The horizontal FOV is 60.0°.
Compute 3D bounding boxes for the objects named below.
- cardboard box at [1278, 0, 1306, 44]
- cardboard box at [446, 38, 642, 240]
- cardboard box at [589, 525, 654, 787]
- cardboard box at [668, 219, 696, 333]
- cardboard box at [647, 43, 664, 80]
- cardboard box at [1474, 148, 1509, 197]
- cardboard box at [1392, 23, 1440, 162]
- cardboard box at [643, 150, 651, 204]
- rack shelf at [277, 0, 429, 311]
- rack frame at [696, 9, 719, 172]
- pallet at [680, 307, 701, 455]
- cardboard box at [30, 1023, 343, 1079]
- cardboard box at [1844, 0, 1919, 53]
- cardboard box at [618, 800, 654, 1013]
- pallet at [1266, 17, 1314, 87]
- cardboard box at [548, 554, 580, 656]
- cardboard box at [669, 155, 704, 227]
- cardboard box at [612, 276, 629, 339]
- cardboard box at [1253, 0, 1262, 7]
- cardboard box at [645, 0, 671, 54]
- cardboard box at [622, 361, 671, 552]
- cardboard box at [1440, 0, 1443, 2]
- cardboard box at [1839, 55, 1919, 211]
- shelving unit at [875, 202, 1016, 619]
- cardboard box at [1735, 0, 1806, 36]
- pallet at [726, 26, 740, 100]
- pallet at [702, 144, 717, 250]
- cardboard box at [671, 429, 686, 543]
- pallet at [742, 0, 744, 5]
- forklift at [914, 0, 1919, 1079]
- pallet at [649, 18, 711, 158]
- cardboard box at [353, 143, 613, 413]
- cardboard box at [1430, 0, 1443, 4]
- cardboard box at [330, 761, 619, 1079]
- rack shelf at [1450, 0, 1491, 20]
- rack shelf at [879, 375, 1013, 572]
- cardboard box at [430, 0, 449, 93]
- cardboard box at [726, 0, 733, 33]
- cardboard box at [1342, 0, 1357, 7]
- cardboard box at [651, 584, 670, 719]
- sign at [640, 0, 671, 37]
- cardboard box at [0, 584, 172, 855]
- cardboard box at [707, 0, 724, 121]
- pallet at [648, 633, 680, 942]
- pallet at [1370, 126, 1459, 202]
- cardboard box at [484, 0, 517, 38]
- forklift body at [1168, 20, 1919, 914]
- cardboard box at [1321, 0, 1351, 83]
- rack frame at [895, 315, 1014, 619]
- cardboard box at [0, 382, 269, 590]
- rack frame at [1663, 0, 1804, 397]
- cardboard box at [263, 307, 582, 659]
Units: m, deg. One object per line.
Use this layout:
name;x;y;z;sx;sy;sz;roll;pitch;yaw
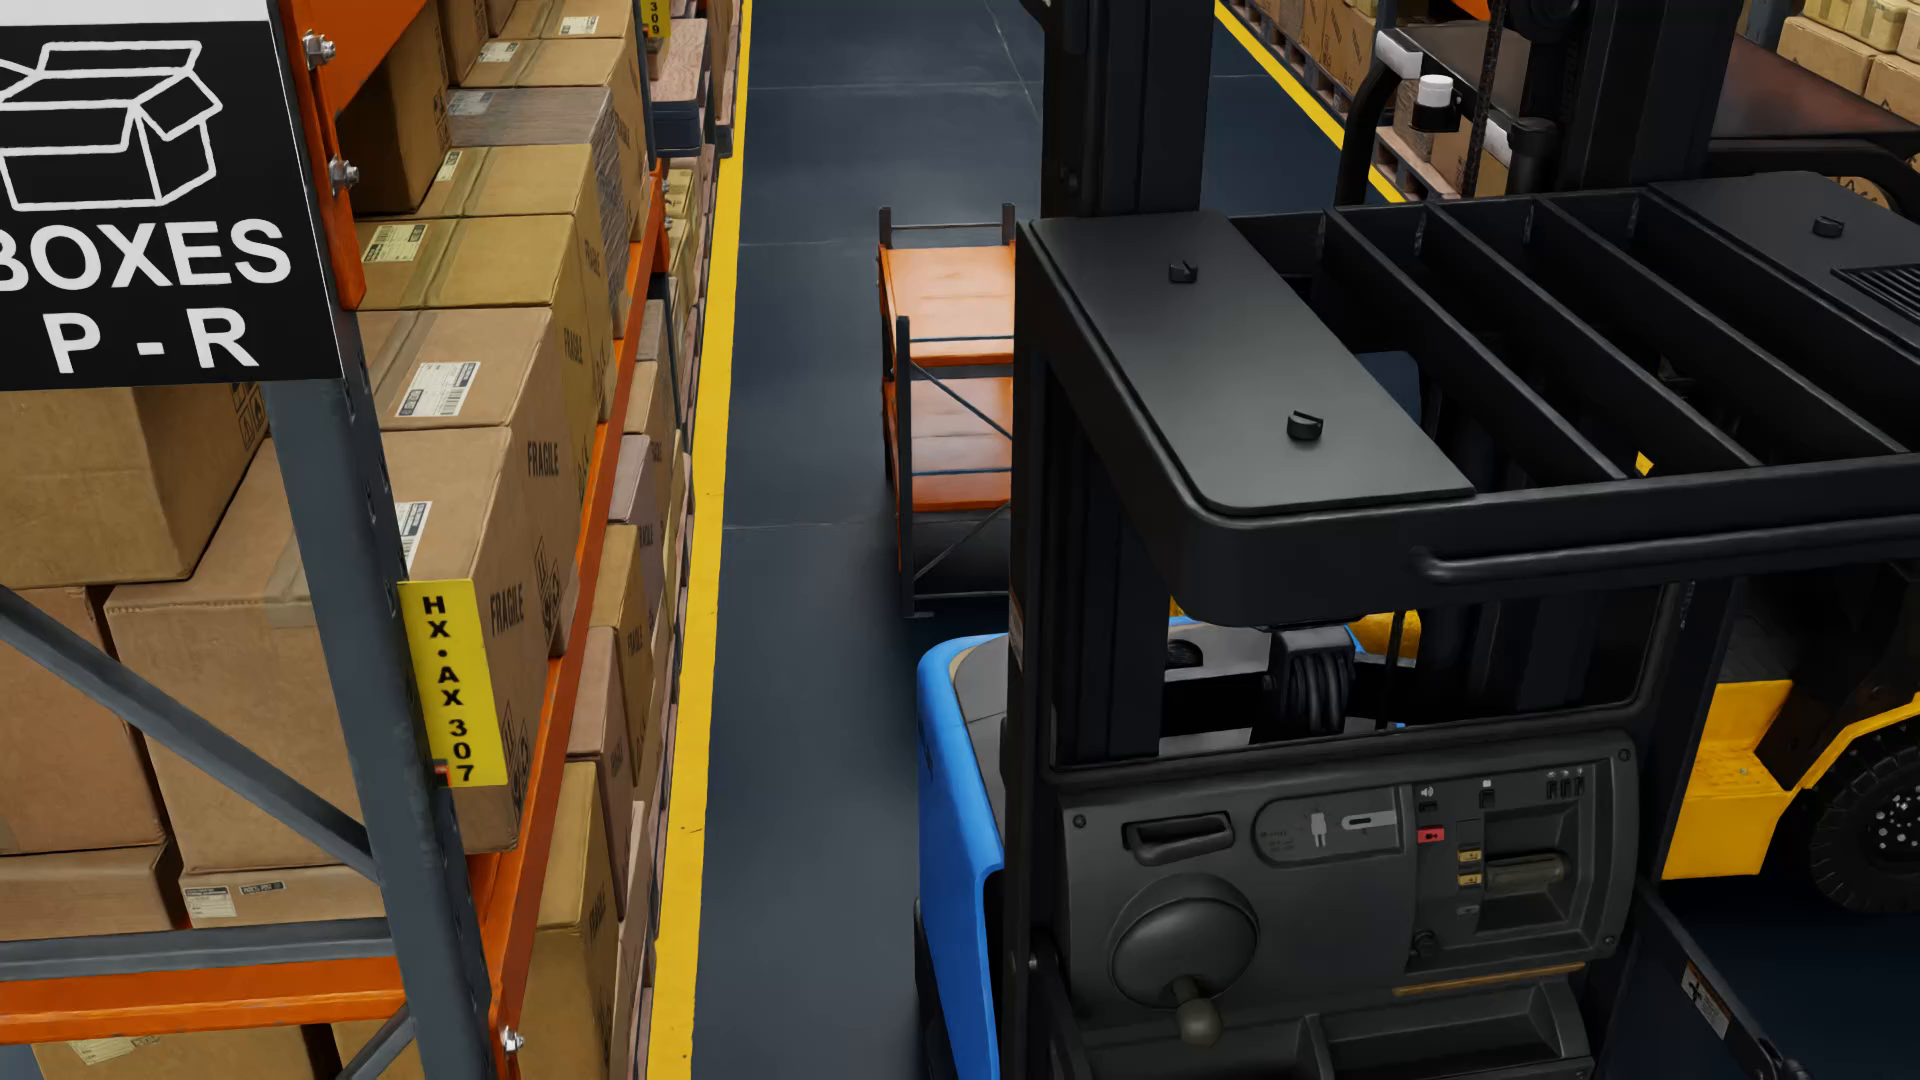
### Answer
cardboard box;2.586;-3.835;11.774;0.500;0.500;0.500;-4;31;-6
cardboard box;-1.230;-1.146;4.857;0.500;0.500;0.500;-2;31;-3
cardboard box;-1.095;0.307;4.352;0.500;0.500;0.500;-2;31;-4
cardboard box;-1.696;-1.140;7.386;0.950;0.372;0.625;-1;31;-1
cardboard box;-1.311;-1.823;6.212;0.380;0.149;0.250;-2;31;-4
cardboard box;3.171;-1.900;8.412;0.875;0.625;0.625;-4;31;-7
cardboard box;3.039;-2.577;9.545;0.875;0.625;0.625;-2;31;-3
cardboard box;-1.240;-1.196;5.572;0.380;0.149;0.250;-3;31;-5
rack shelf;-1.387;-1.411;3.464;1.077;0.370;4.000;-3;31;-5
rack frame;-1.948;-3.495;9.177;1.000;3.000;0.127;-3;31;-5
pallet;-1.648;-0.654;7.138;1.003;0.211;1.213;-3;31;-5
cardboard box;-1.535;0.871;3.408;0.500;0.500;0.500;-3;31;-4
cardboard box;3.161;-1.707;5.452;0.380;0.149;0.250;-2;31;-3
cardboard box;-1.040;0.903;4.085;0.500;0.250;0.500;-2;31;-3
pallet;2.851;-3.542;11.975;1.003;0.211;1.213;-3;31;-5
cardboard box;-0.985;0.114;3.379;0.380;0.149;0.250;-2;31;-4
cardboard box;-1.828;-1.882;8.629;0.950;0.372;0.625;-3;31;-6
cardboard box;-1.142;-0.677;4.704;0.380;0.149;0.250;-3;31;-5
cardboard box;2.501;-4.355;12.645;0.500;0.500;0.500;-3;31;-5
cardboard box;-1.332;-2.057;5.972;0.500;0.500;0.500;-2;31;-3
cardboard box;-1.202;-0.226;5.244;0.500;0.500;0.500;-2;31;-4
cardboard box;3.258;-3.539;10.645;0.380;0.149;0.250;-2;31;-3
cardboard box;3.214;-1.232;5.289;0.500;0.500;0.500;-2;31;-4
shelving unit;-0.001;-0.486;5.967;0.538;1.125;1.048;-3;31;-5
cardboard box;3.067;-2.082;6.469;0.500;0.250;0.500;-3;31;-6
pallet;-2.057;-3.326;11.612;1.003;0.211;1.213;-3;31;-5
pallet;-1.876;-1.899;9.224;1.003;0.211;1.213;-3;31;-5
cardboard box;-1.251;-0.164;5.871;0.500;0.250;0.500;-1;31;-2
pallet;-2.314;-4.732;13.967;1.003;0.211;1.213;-3;31;-5
forklift;0.656;0.589;2.406;1.130;2.935;3.031;-5;31;-9
pallet;-1.500;-1.768;6.472;1.003;0.211;1.213;-3;31;-5
cardboard box;-1.124;-0.620;3.976;0.500;0.500;0.500;-3;31;-6
cardboard box;3.208;-3.322;10.915;0.500;0.500;0.500;-3;31;-4
cardboard box;-1.003;0.830;3.476;0.500;0.500;0.500;-4;31;-6
rack shelf;3.181;-2.405;8.053;1.077;0.370;4.000;-3;31;-5
rack shelf;-0.001;-0.276;6.093;0.538;0.278;1.000;-3;31;-5
cardboard box;-1.703;-1.299;4.136;0.700;0.500;0.500;-3;31;-6
cardboard box;-2.092;-4.032;11.738;0.875;0.875;0.875;-2;31;-3
cardboard box;2.639;-3.499;10.578;0.380;0.149;0.250;-4;31;-7
cardboard box;-1.148;0.367;4.982;0.500;0.250;0.500;-2;31;-4
sign;-1.034;-1.855;5.586;0.100;0.325;0.005;-3;31;-5
cardboard box;-1.525;0.154;2.679;0.500;0.500;0.500;-3;31;-5
cardboard box;-1.929;-3.120;10.211;0.875;0.875;0.875;-3;31;-5
pallet;-1.359;0.709;4.856;1.003;0.211;1.213;-3;31;-5
pallet;3.032;-2.116;9.586;1.003;0.211;1.213;-3;31;-5
cardboard box;-1.749;-1.818;5.006;0.700;0.500;0.500;-3;31;-5
forklift body;1.748;-0.167;4.432;2.313;2.155;1.214;-3;31;-5
cardboard box;2.704;-3.304;10.884;0.500;0.500;0.500;-3;31;-5
rack frame;0.047;-0.227;5.533;0.500;1.125;0.032;-3;31;-5
cardboard box;-1.465;-0.261;2.400;0.700;0.500;0.500;-3;31;-6
rack frame;3.368;-1.693;6.159;1.000;3.000;0.127;-3;31;-5
cardboard box;-1.020;-0.101;3.107;0.500;0.500;0.500;-2;31;-3
